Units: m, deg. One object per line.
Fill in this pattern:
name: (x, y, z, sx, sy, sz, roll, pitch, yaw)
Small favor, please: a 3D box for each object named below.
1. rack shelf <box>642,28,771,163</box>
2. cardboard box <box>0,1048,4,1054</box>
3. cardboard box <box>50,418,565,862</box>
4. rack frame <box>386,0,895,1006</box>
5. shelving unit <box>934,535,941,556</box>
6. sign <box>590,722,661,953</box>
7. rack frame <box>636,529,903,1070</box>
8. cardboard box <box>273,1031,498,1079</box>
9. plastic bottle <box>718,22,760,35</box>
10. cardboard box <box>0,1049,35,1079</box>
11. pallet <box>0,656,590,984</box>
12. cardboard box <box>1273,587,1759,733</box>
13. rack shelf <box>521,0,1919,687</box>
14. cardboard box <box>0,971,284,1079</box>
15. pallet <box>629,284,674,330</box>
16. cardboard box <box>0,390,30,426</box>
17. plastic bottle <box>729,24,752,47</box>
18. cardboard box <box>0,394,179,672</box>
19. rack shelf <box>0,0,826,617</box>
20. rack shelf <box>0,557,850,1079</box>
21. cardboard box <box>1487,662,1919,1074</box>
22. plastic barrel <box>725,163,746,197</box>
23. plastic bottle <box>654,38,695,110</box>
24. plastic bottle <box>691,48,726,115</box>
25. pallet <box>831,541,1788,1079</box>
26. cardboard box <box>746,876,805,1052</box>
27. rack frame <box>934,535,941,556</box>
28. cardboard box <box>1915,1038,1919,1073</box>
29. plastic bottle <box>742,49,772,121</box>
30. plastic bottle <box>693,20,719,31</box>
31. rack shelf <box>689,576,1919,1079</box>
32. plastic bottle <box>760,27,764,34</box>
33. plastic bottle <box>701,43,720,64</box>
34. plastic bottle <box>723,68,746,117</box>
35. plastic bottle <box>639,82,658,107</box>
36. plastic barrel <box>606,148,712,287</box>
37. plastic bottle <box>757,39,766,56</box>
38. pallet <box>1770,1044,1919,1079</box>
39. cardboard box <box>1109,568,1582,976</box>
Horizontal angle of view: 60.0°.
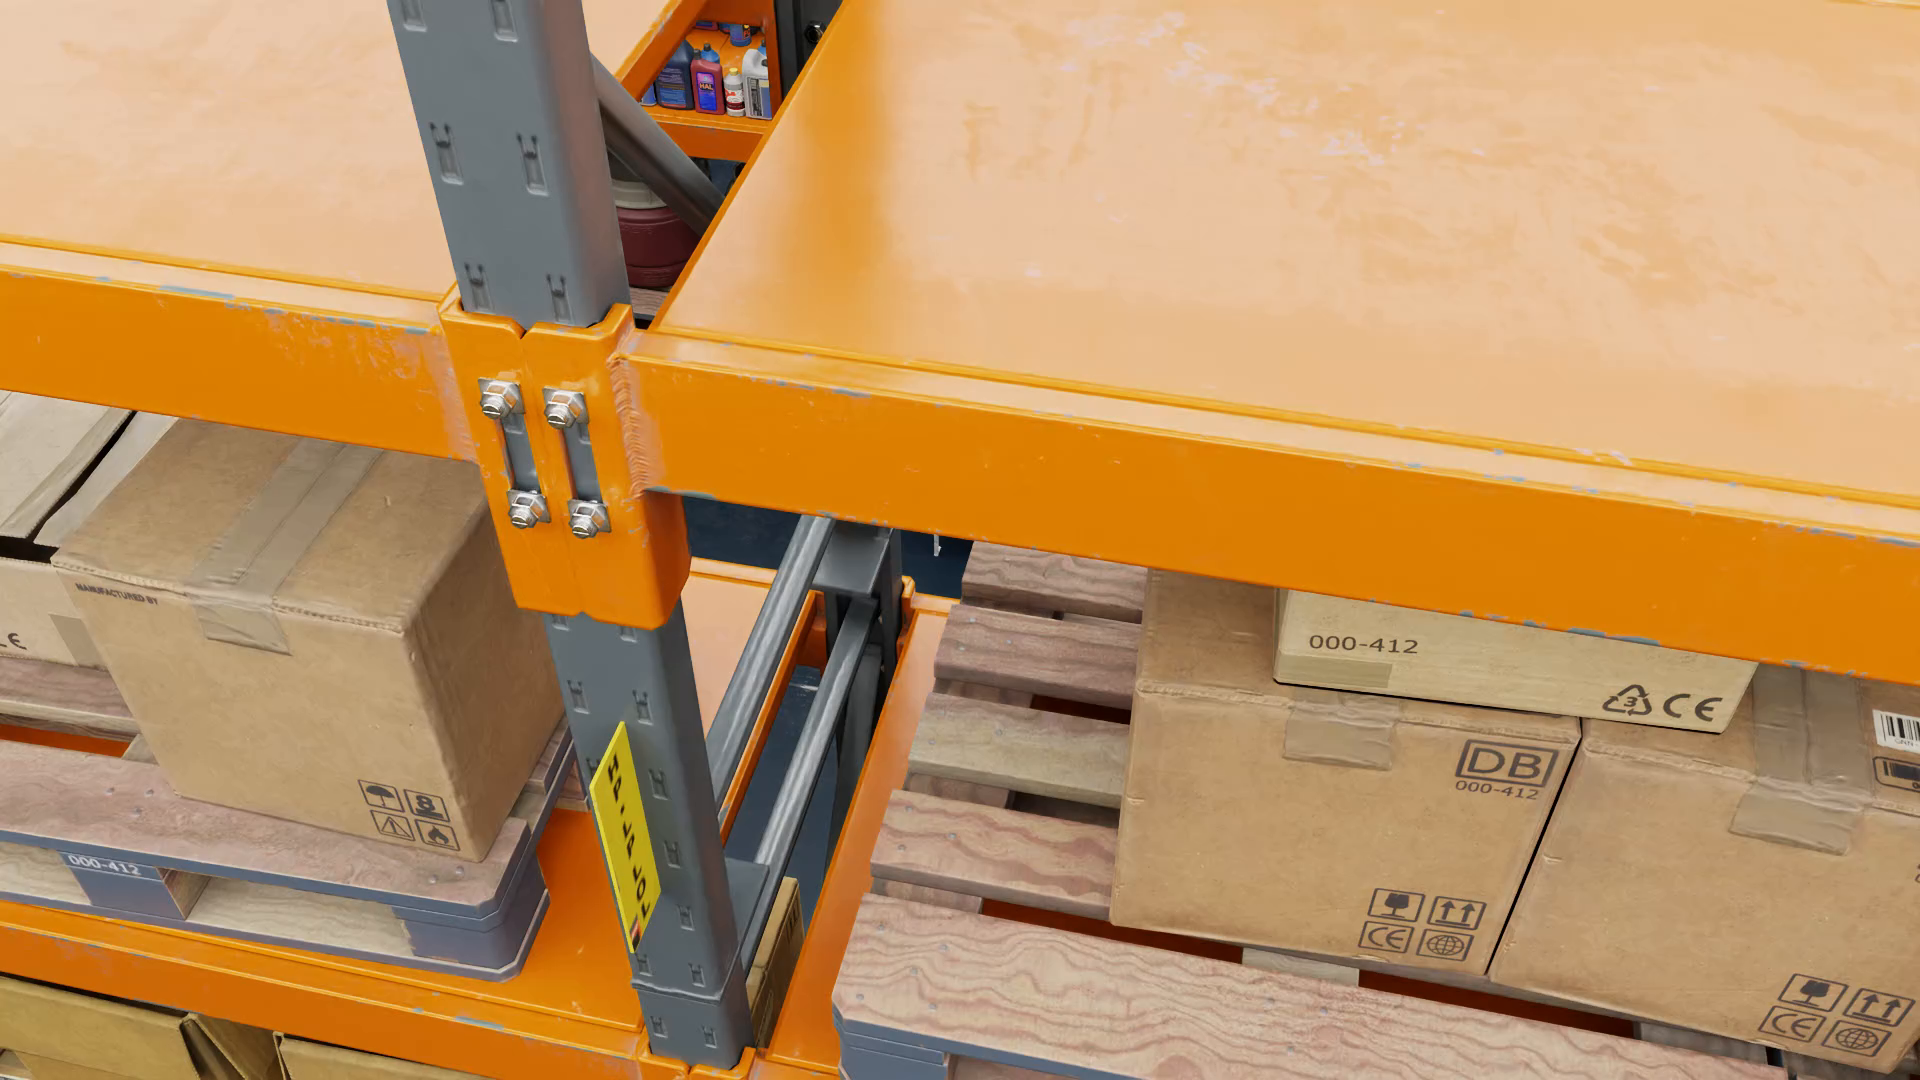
rack shelf: (-1.144, -2.036, 7.682, 4.000, 0.370, 1.077, 9, 45, 9)
cardboard box: (-2.176, 0.675, 3.550, 0.637, 0.503, 0.797, 10, 45, 10)
cardboard box: (-0.842, 0.010, 2.499, 0.500, 0.500, 0.700, 10, 45, 10)
rack frame: (-0.274, -0.802, 1.555, 0.127, 3.000, 1.000, 9, 45, 9)
shelving unit: (0.162, -0.407, 6.768, 0.503, 1.200, 0.258, 9, 45, 9)
sign: (-0.383, 0.347, 1.923, 0.005, 0.325, 0.100, 9, 45, 9)
rack frame: (-0.274, 1.359, 3.635, 0.127, 3.000, 1.000, 9, 45, 9)
cardboard box: (-0.899, 0.871, 3.347, 0.637, 0.503, 0.797, 8, 44, 8)
plastic bottle: (-1.036, -2.535, 7.716, 0.185, 0.351, 0.144, 9, 45, 9)
cardboard box: (-1.783, 1.283, 3.642, 0.500, 0.500, 0.500, 8, 45, 9)
pallet: (-1.179, 0.242, 2.771, 1.217, 0.209, 0.805, 7, 44, 7)
cardboard box: (0.642, -0.068, 1.967, 0.500, 0.250, 0.500, 6, 44, 6)
rack shelf: (1.678, -0.096, 1.628, 4.000, 0.370, 1.077, 9, 45, 9)
cardboard box: (-1.566, 0.759, 3.463, 0.637, 0.503, 0.797, 9, 45, 10)
pallet: (-1.131, -1.316, 8.425, 1.213, 0.211, 1.003, 9, 45, 9)
cardboard box: (-1.694, -0.109, 2.876, 0.250, 0.149, 0.380, 7, 44, 7)
plastic bottle: (-1.020, -2.418, 7.652, 0.097, 0.271, 0.097, 0, 44, 0)
cardboard box: (-1.325, -0.068, 2.716, 0.500, 0.311, 0.500, 7, 44, 8)
rack shelf: (-2.226, -0.702, 2.257, 4.000, 0.370, 1.077, 9, 45, 9)
rack shelf: (-2.226, 0.235, 3.159, 4.000, 0.370, 1.077, 9, 45, 9)
cardboard box: (1.027, 0.217, 2.211, 0.500, 0.500, 0.700, 11, 45, 11)
plastic barrel: (-0.942, -1.595, 8.195, 0.421, 0.512, 0.421, 0, 44, 0)
plastic bottle: (-1.236, -2.060, 7.222, 0.185, 0.351, 0.144, 9, 45, 9)
plastic bottle: (-1.090, -1.983, 7.191, 0.133, 0.283, 0.061, 9, 45, 9)
pallet: (0.522, 0.441, 2.489, 1.213, 0.211, 1.003, 9, 45, 9)
cardboard box: (-0.668, 1.084, 3.848, 0.500, 0.500, 0.500, 9, 45, 9)
rack frame: (-0.077, -0.444, 6.806, 0.015, 1.200, 0.240, 9, 45, 9)
cardboard box: (1.506, 0.393, 2.029, 0.500, 0.500, 0.700, 11, 45, 11)
plastic bottle: (-0.854, -1.976, 7.190, 0.135, 0.276, 0.152, 9, 45, 9)
plastic bottle: (-1.195, -2.521, 7.751, 0.133, 0.283, 0.061, 9, 45, 9)
rack shelf: (1.678, 0.840, 2.530, 4.000, 0.370, 1.077, 9, 45, 9)
plastic bottle: (-0.893, -2.500, 7.738, 0.097, 0.271, 0.097, 0, 44, 0)
plastic bottle: (-1.090, -2.035, 7.254, 0.097, 0.271, 0.097, 0, 44, 0)
plastic bottle: (-0.973, -1.948, 7.214, 0.097, 0.201, 0.097, 0, 44, 0)
plastic bottle: (-1.391, -2.059, 7.276, 0.135, 0.276, 0.152, 9, 45, 9)
plastic barrel: (-1.513, -1.647, 8.195, 0.708, 0.588, 0.600, 9, 45, 9)
plastic bottle: (-0.845, -2.062, 7.282, 0.097, 0.271, 0.097, 0, 44, 0)
pallet: (1.709, 0.628, 2.296, 1.213, 0.211, 1.003, 9, 45, 9)
cardboard box: (0.503, 0.133, 2.299, 0.500, 0.500, 0.700, 6, 44, 7)
